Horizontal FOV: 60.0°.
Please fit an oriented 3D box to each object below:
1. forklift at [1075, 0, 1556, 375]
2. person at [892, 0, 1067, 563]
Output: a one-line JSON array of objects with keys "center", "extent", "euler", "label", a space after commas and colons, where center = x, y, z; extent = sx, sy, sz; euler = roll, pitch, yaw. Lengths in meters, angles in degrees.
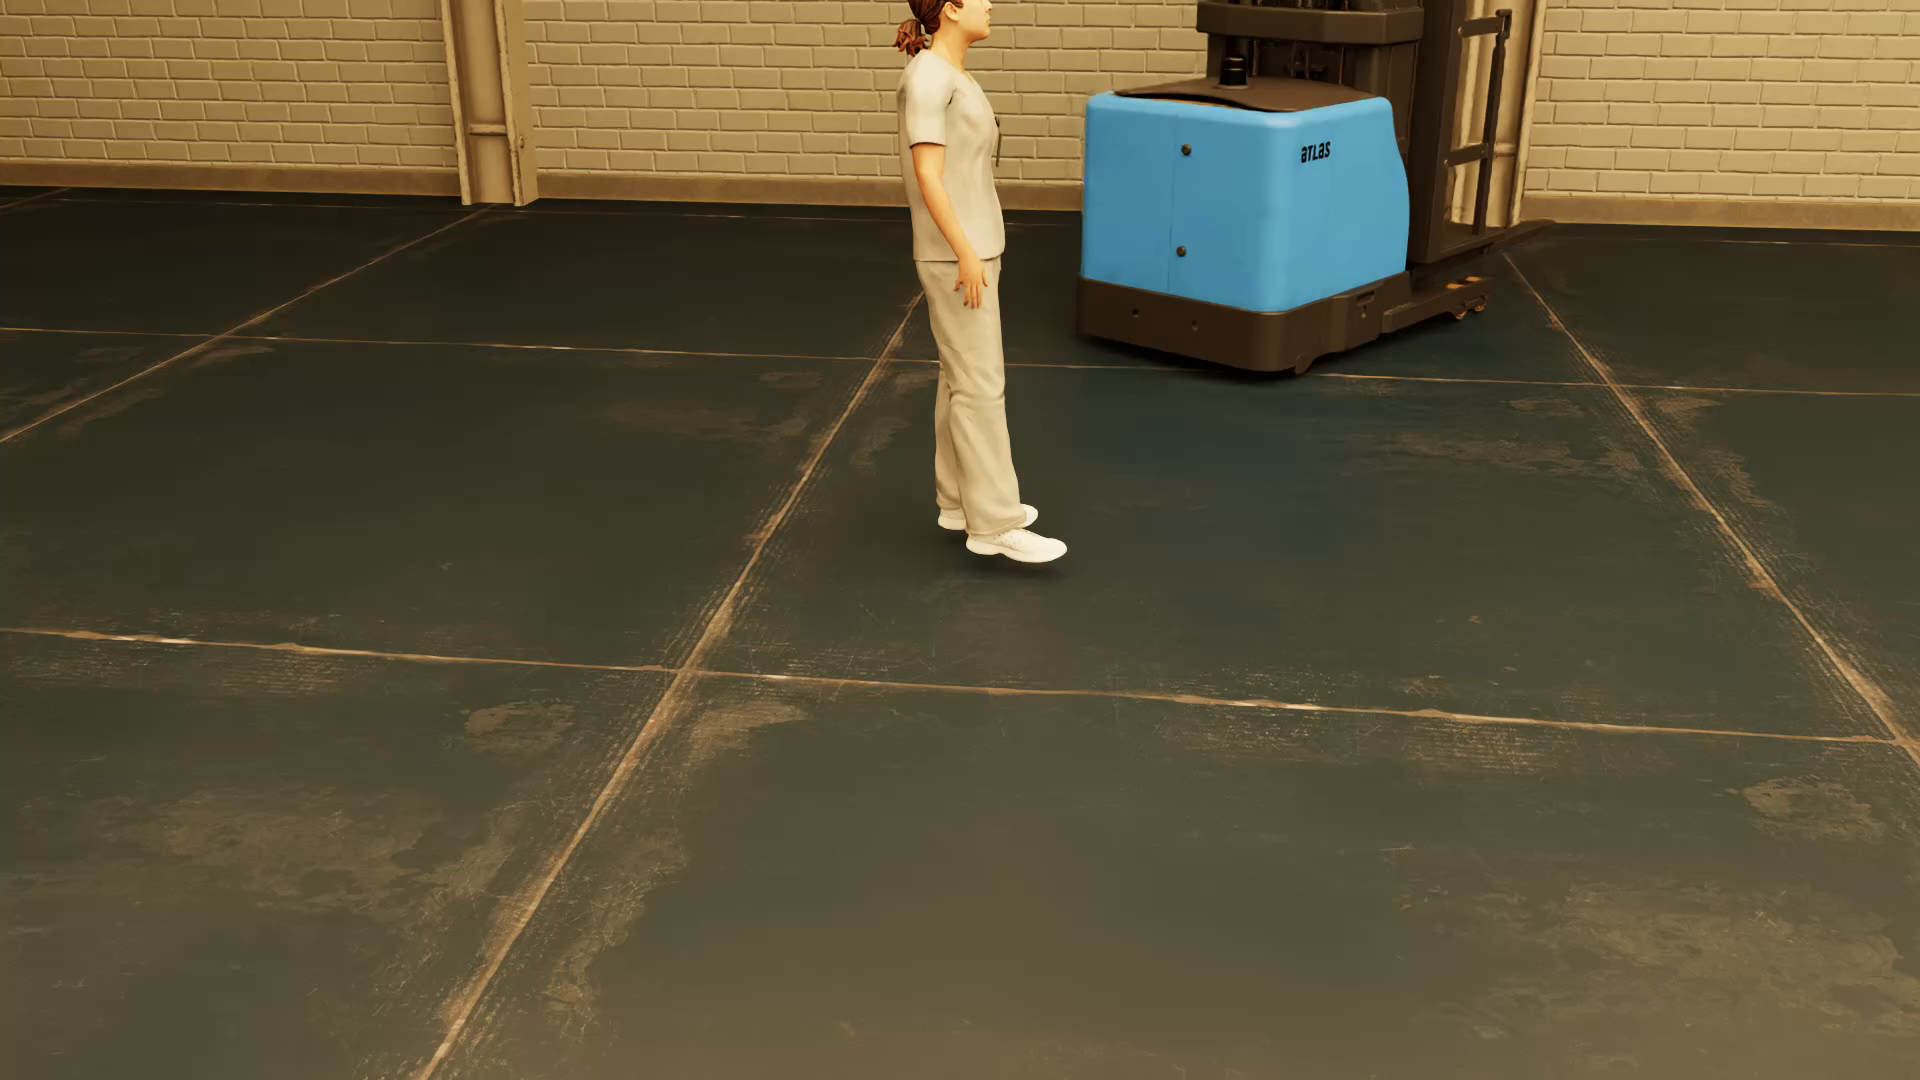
[{"center": [1.869, -2.498, 7.457], "extent": [1.130, 2.935, 3.031], "euler": [19, 29, 39], "label": "forklift"}, {"center": [0.072, -0.813, 4.825], "extent": [0.547, 1.673, 0.549], "euler": [3, 22, 7], "label": "person"}]
